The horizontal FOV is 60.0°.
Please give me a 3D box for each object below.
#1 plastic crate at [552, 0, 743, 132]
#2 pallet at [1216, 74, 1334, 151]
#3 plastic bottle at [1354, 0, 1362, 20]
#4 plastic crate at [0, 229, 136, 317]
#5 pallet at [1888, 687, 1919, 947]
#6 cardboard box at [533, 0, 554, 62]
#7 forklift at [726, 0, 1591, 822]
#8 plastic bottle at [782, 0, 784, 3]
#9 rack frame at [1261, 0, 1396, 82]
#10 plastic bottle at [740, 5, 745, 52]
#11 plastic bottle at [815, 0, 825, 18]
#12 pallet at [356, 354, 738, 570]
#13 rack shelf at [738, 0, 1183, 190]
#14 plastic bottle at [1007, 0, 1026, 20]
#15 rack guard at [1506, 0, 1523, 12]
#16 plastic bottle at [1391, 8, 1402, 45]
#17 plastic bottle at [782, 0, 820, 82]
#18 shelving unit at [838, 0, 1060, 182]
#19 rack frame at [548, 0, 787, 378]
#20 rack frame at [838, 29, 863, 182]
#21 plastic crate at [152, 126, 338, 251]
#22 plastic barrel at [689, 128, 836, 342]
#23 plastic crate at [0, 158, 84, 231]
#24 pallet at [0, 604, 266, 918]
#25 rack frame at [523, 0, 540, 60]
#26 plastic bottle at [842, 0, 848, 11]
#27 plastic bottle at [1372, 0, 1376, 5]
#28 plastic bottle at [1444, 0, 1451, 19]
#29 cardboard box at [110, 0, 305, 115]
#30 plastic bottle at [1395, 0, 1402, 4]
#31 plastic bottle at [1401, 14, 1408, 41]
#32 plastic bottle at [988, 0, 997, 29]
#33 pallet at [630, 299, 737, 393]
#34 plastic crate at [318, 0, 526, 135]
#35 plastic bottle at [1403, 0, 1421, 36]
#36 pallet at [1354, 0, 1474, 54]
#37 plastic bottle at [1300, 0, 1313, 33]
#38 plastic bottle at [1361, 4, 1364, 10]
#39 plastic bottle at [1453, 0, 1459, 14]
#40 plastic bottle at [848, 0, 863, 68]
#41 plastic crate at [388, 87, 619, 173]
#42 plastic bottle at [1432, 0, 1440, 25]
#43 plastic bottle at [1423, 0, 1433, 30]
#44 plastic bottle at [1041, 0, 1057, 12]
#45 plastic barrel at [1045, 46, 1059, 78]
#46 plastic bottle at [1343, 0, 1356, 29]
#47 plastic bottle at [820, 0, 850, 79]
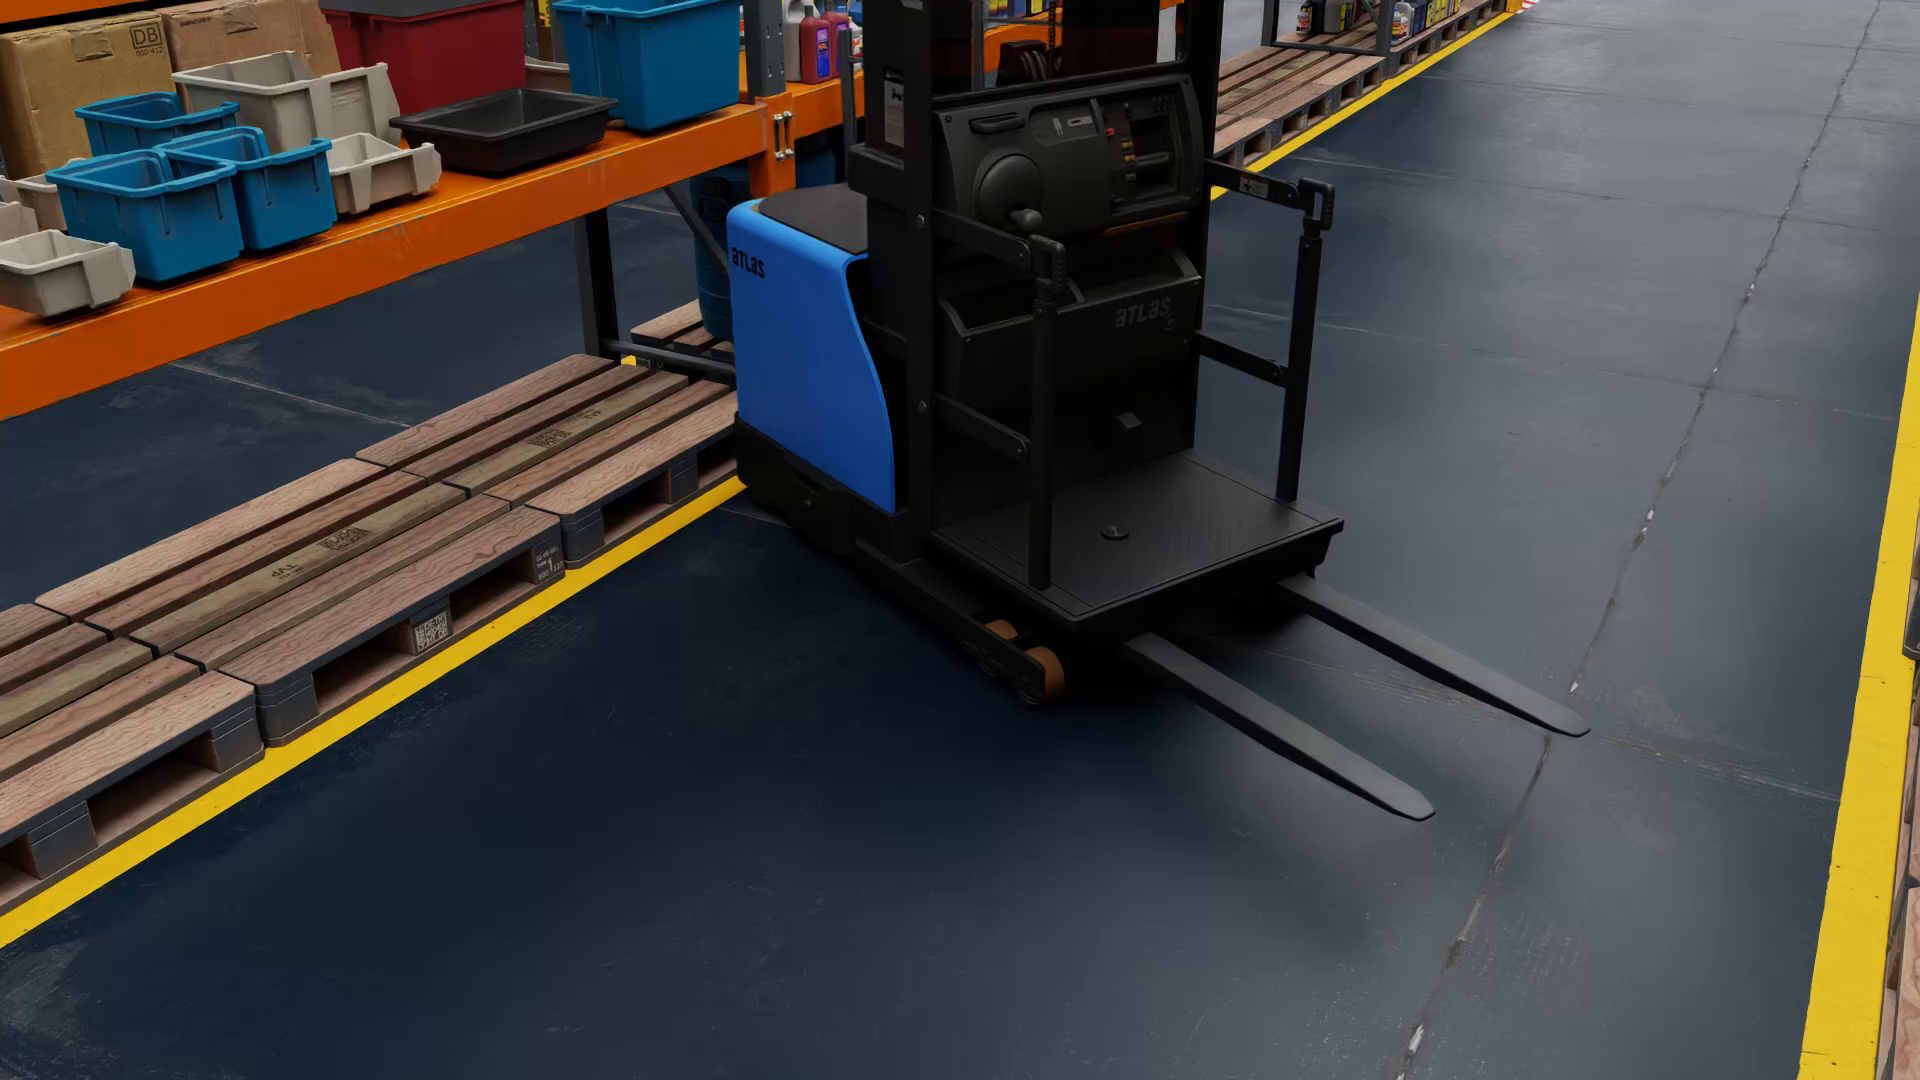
[{"bbox_3d":[-1.028,-1.638,5.621,0.392,0.384,0.575,14,30,26],"label":"plastic crate"},{"bbox_3d":[1.888,-2.954,11.415,1.003,0.211,1.213,14,30,26],"label":"pallet"},{"bbox_3d":[3.336,-4.529,13.990,0.061,0.283,0.133,14,30,26],"label":"plastic bottle"},{"bbox_3d":[-2.091,-0.620,3.865,0.250,0.136,0.298,14,30,26],"label":"plastic crate"},{"bbox_3d":[2.877,0.732,4.053,1.003,0.211,1.213,14,30,26],"label":"pallet"},{"bbox_3d":[-3.128,-3.869,12.429,0.700,0.500,0.500,13,29,23],"label":"cardboard box"},{"bbox_3d":[0.464,-1.084,4.640,1.130,2.935,3.031,-18,32,-32],"label":"forklift"},{"bbox_3d":[-0.803,-2.252,6.952,0.144,0.351,0.185,14,30,26],"label":"plastic bottle"},{"bbox_3d":[2.840,-4.993,12.373,1.000,3.000,0.127,14,30,26],"label":"rack frame"},{"bbox_3d":[-0.885,-2.133,6.882,0.097,0.201,0.097,0,27,0],"label":"plastic bottle"},{"bbox_3d":[-0.637,-2.361,7.259,0.097,0.271,0.097,0,27,0],"label":"plastic bottle"},{"bbox_3d":[-1.423,-0.333,6.179,1.003,0.211,1.213,14,30,26],"label":"pallet"},{"bbox_3d":[-0.111,-2.333,7.863,1.077,0.370,4.000,14,30,26],"label":"rack shelf"},{"bbox_3d":[0.211,-2.538,7.524,0.144,0.351,0.185,14,30,26],"label":"plastic bottle"},{"bbox_3d":[4.811,-5.394,15.967,1.175,0.500,0.348,14,30,26],"label":"rack guard"},{"bbox_3d":[3.379,-3.997,12.941,0.097,0.271,0.097,0,27,0],"label":"plastic bottle"},{"bbox_3d":[-0.620,-1.935,6.319,0.144,0.351,0.185,14,30,26],"label":"plastic bottle"},{"bbox_3d":[0.036,-1.377,6.811,0.538,1.500,1.048,13,29,27],"label":"shelving unit"},{"bbox_3d":[-1.095,-1.875,6.145,1.000,3.000,0.127,14,30,26],"label":"rack frame"},{"bbox_3d":[-0.213,-1.178,6.414,0.500,1.500,0.032,13,29,27],"label":"rack frame"},{"bbox_3d":[-1.860,-0.922,4.361,0.416,0.233,0.300,14,30,26],"label":"plastic crate"},{"bbox_3d":[-0.813,-1.333,6.937,0.600,0.901,0.708,14,30,26],"label":"plastic barrel"},{"bbox_3d":[-2.419,-0.926,4.476,0.298,0.136,0.250,14,30,26],"label":"plastic crate"},{"bbox_3d":[-2.624,0.618,4.280,1.003,0.211,1.213,14,30,26],"label":"pallet"},{"bbox_3d":[-3.440,-4.525,11.438,1.000,3.000,0.127,14,30,26],"label":"rack frame"},{"bbox_3d":[-0.575,-2.526,7.584,0.152,0.276,0.135,14,30,26],"label":"plastic bottle"},{"bbox_3d":[3.645,-4.890,14.725,0.097,0.271,0.097,0,27,0],"label":"plastic bottle"},{"bbox_3d":[4.070,-4.572,14.084,0.152,0.276,0.135,13,30,25],"label":"plastic bottle"},{"bbox_3d":[-4.671,-2.806,9.908,1.225,0.875,0.875,13,29,24],"label":"cardboard box"},{"bbox_3d":[3.473,-4.260,13.377,0.144,0.351,0.185,14,30,26],"label":"plastic bottle"},{"bbox_3d":[3.479,-4.045,13.115,0.097,0.201,0.097,0,27,0],"label":"plastic bottle"},{"bbox_3d":[0.115,-2.404,7.346,0.097,0.271,0.097,0,27,0],"label":"plastic bottle"},{"bbox_3d":[-0.680,-0.920,7.351,1.003,0.211,1.213,14,30,26],"label":"pallet"},{"bbox_3d":[-1.753,-1.638,5.532,0.402,0.464,0.583,14,30,26],"label":"plastic crate"},{"bbox_3d":[3.599,-4.228,13.313,0.144,0.351,0.185,15,30,27],"label":"plastic bottle"},{"bbox_3d":[3.806,-4.476,14.455,1.003,0.211,1.213,14,30,26],"label":"pallet"},{"bbox_3d":[2.790,-4.235,13.402,0.061,0.283,0.133,16,31,29],"label":"plastic bottle"},{"bbox_3d":[3.476,-4.757,14.458,0.097,0.271,0.097,0,27,0],"label":"plastic bottle"},{"bbox_3d":[4.244,-4.672,14.275,0.061,0.283,0.133,15,30,27],"label":"plastic bottle"},{"bbox_3d":[-0.389,-2.005,6.549,0.097,0.271,0.097,0,27,0],"label":"plastic bottle"},{"bbox_3d":[-1.412,-1.284,5.203,0.437,0.125,0.590,14,30,26],"label":"plastic crate"},{"bbox_3d":[3.900,-4.467,13.791,0.144,0.351,0.185,14,30,26],"label":"plastic bottle"},{"bbox_3d":[3.809,-4.327,13.586,0.061,0.283,0.133,16,31,28],"label":"plastic bottle"},{"bbox_3d":[0.368,-2.662,7.772,0.144,0.351,0.185,14,30,26],"label":"plastic bottle"},{"bbox_3d":[0.647,-2.457,9.262,0.600,0.830,0.708,14,30,26],"label":"plastic barrel"},{"bbox_3d":[3.142,-4.338,13.616,0.152,0.276,0.135,14,30,26],"label":"plastic bottle"},{"bbox_3d":[-0.478,-1.924,6.373,0.061,0.283,0.133,14,30,26],"label":"plastic bottle"}]
